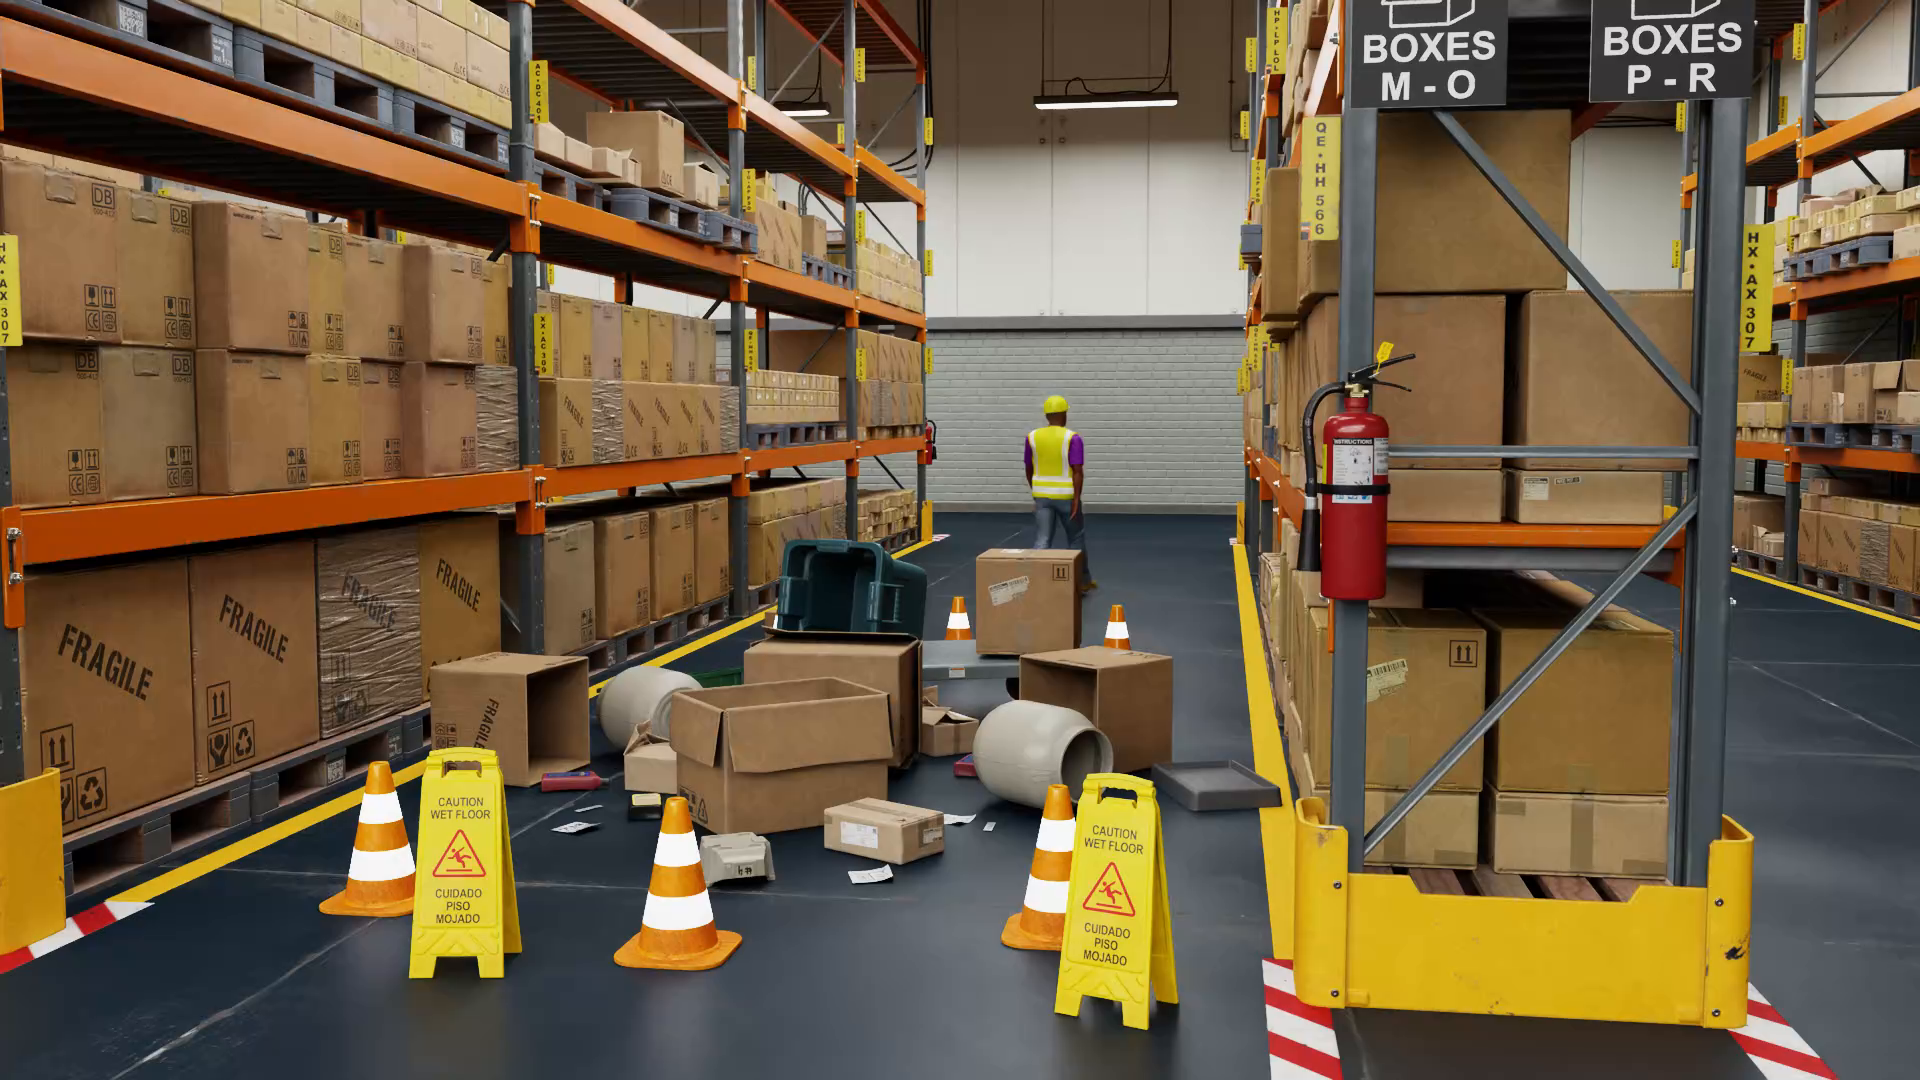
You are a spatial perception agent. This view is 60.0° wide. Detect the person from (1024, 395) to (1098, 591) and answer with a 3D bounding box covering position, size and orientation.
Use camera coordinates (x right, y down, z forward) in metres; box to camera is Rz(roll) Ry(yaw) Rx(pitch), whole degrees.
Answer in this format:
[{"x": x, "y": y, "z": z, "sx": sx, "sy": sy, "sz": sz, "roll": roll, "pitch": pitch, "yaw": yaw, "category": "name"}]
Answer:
[{"x": 0.862, "y": -0.393, "z": 14.384, "sx": 0.582, "sy": 1.707, "sz": 1.007, "roll": 2, "pitch": 5, "yaw": 23, "category": "person"}]
